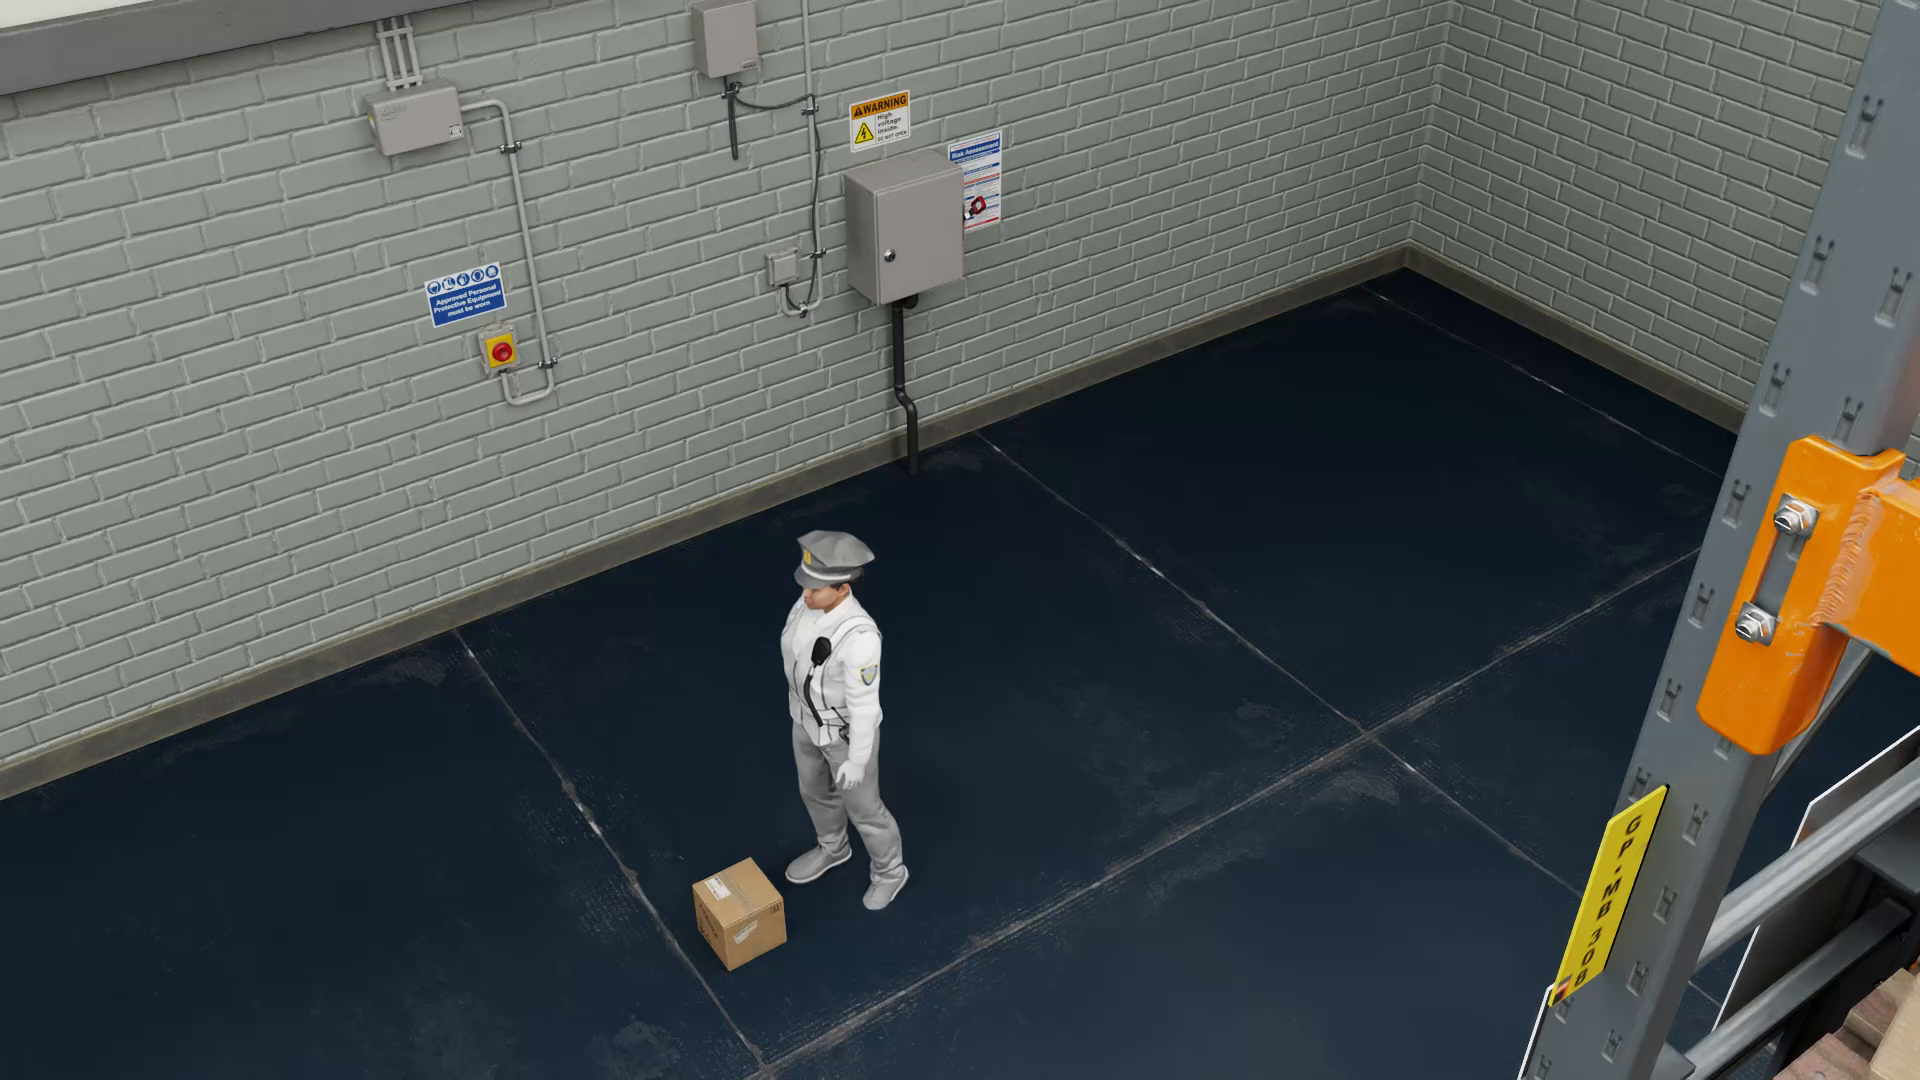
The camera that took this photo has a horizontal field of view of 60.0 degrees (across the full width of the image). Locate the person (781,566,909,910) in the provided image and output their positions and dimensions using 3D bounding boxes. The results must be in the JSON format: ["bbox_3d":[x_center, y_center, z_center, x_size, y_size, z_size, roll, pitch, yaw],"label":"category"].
[{"bbox_3d":[-0.446,0.716,6.097,0.391,1.719,0.473,-22,42,-27],"label":"person"}]
